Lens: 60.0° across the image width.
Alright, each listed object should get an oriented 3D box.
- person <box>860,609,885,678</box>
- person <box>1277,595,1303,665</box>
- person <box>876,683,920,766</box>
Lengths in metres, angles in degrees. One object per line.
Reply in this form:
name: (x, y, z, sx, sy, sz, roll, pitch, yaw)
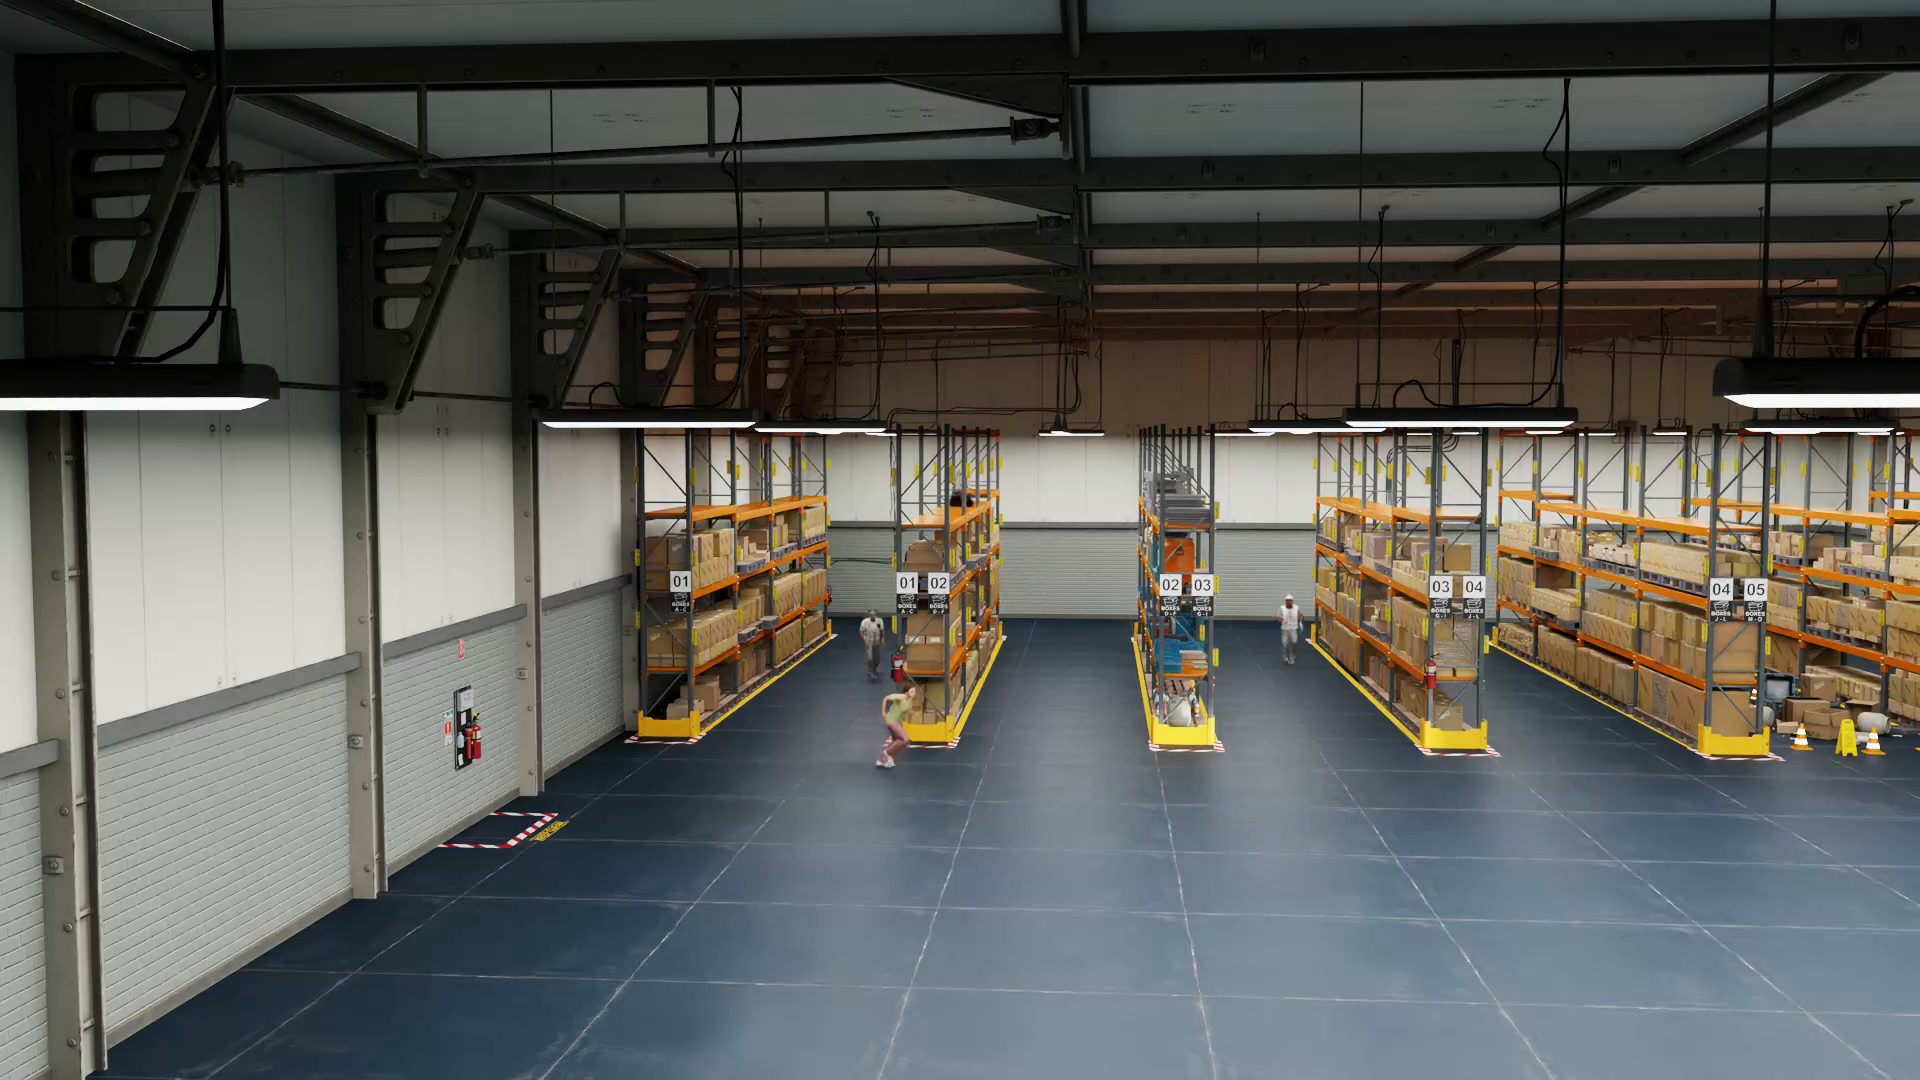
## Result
person: (-2.113, 2.460, 39.952, 0.677, 1.692, 0.813, -1, 4, -22)
person: (8.347, 2.276, 42.077, 0.669, 1.784, 0.790, 0, 3, 6)
person: (-1.103, 3.209, 28.796, 0.858, 1.503, 0.609, 2, 4, 31)
